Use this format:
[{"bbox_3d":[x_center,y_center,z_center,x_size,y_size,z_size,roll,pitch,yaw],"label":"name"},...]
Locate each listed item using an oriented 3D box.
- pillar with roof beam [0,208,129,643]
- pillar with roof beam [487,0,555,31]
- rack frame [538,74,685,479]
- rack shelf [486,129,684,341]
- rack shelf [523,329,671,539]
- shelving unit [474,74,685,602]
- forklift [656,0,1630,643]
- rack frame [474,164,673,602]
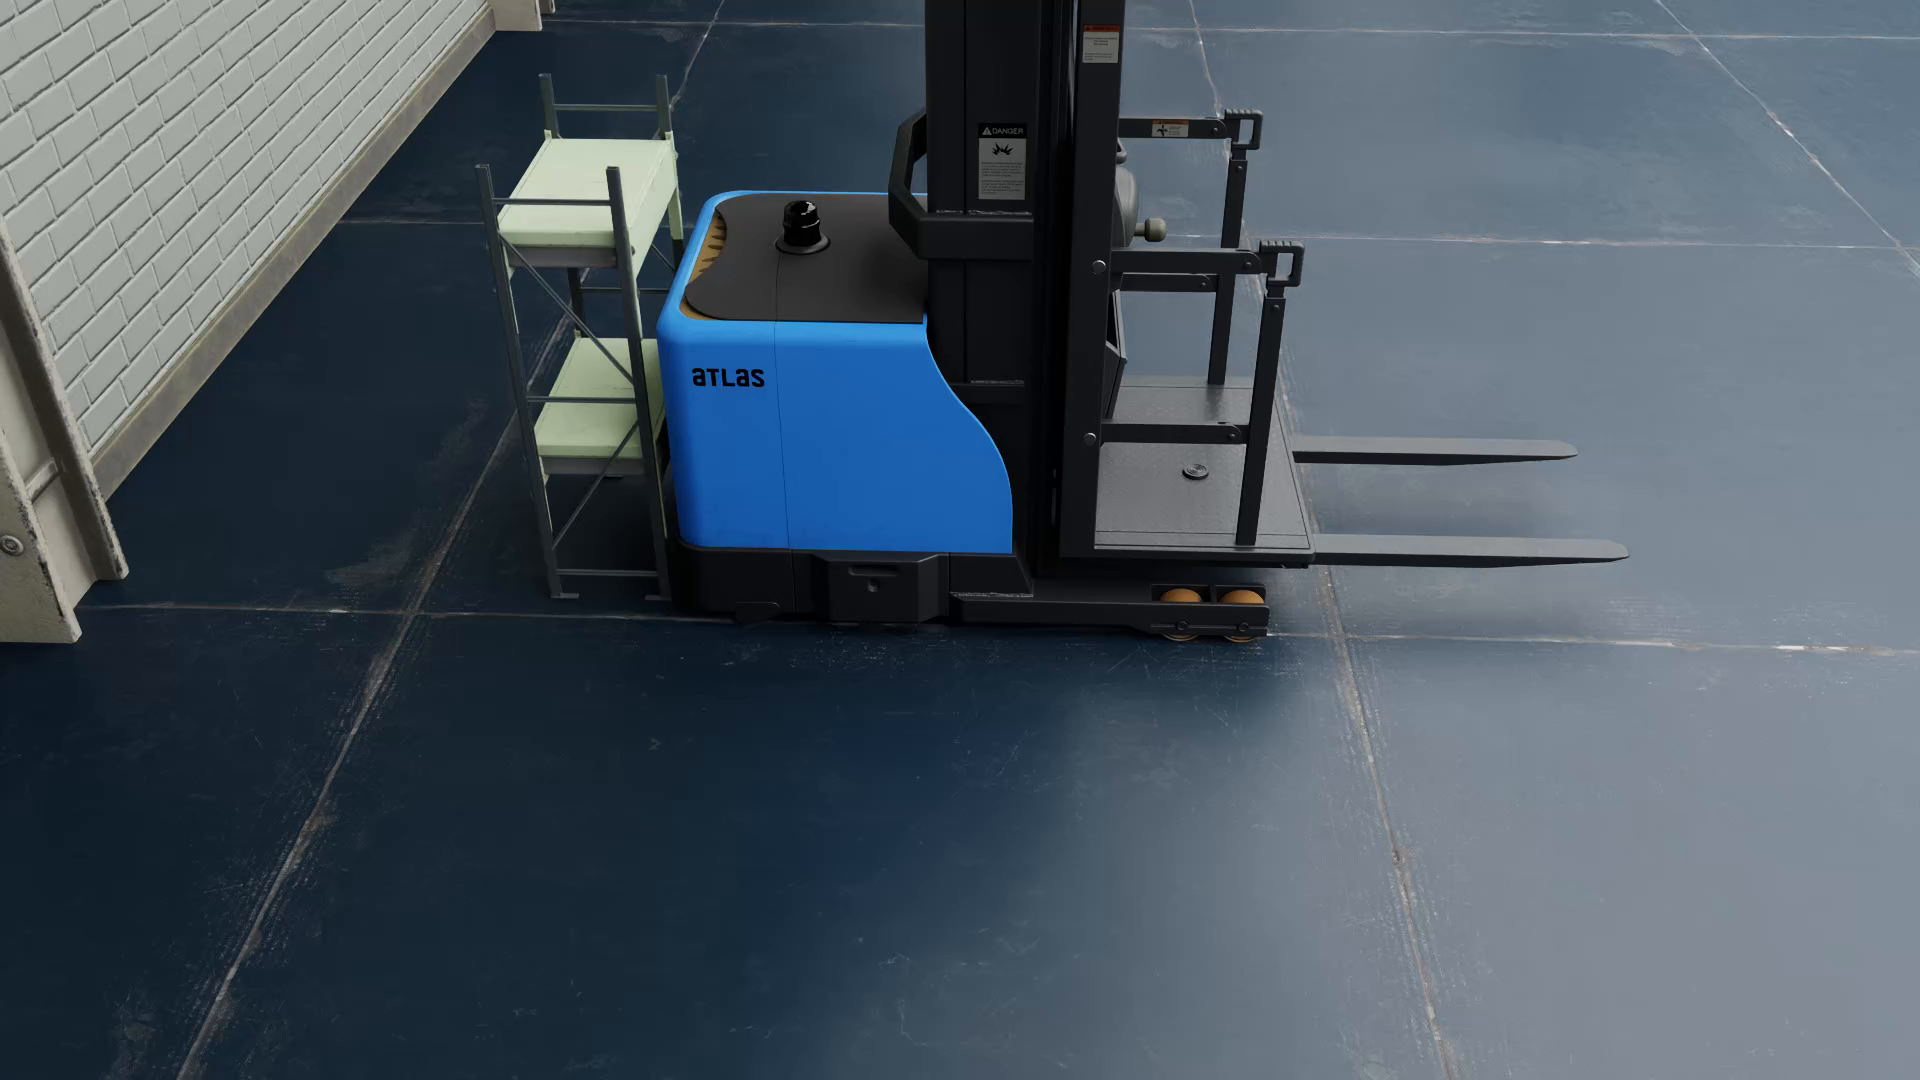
[{"bbox_3d":[1.341,-3.372,2.722,9.100,9.000,0.400,1,35,2],"label":"pillar with roof beam"},{"bbox_3d":[1.582,-6.819,7.627,9.100,9.000,0.400,1,35,2],"label":"pillar with roof beam"},{"bbox_3d":[-1.121,-0.842,5.644,0.400,1.500,0.023,1,35,2],"label":"rack frame"},{"bbox_3d":[-1.134,-0.951,5.120,0.431,0.370,0.720,1,35,2],"label":"rack shelf"},{"bbox_3d":[-1.134,-0.365,5.532,0.431,0.370,0.720,1,35,2],"label":"rack shelf"},{"bbox_3d":[-1.134,-0.632,5.345,0.431,1.500,0.755,1,35,2],"label":"shelving unit"},{"bbox_3d":[0.630,-1.187,4.889,3.031,2.935,1.130,1,35,2],"label":"forklift"},{"bbox_3d":[-1.146,-0.421,5.045,0.400,1.500,0.023,1,35,2],"label":"rack frame"}]
